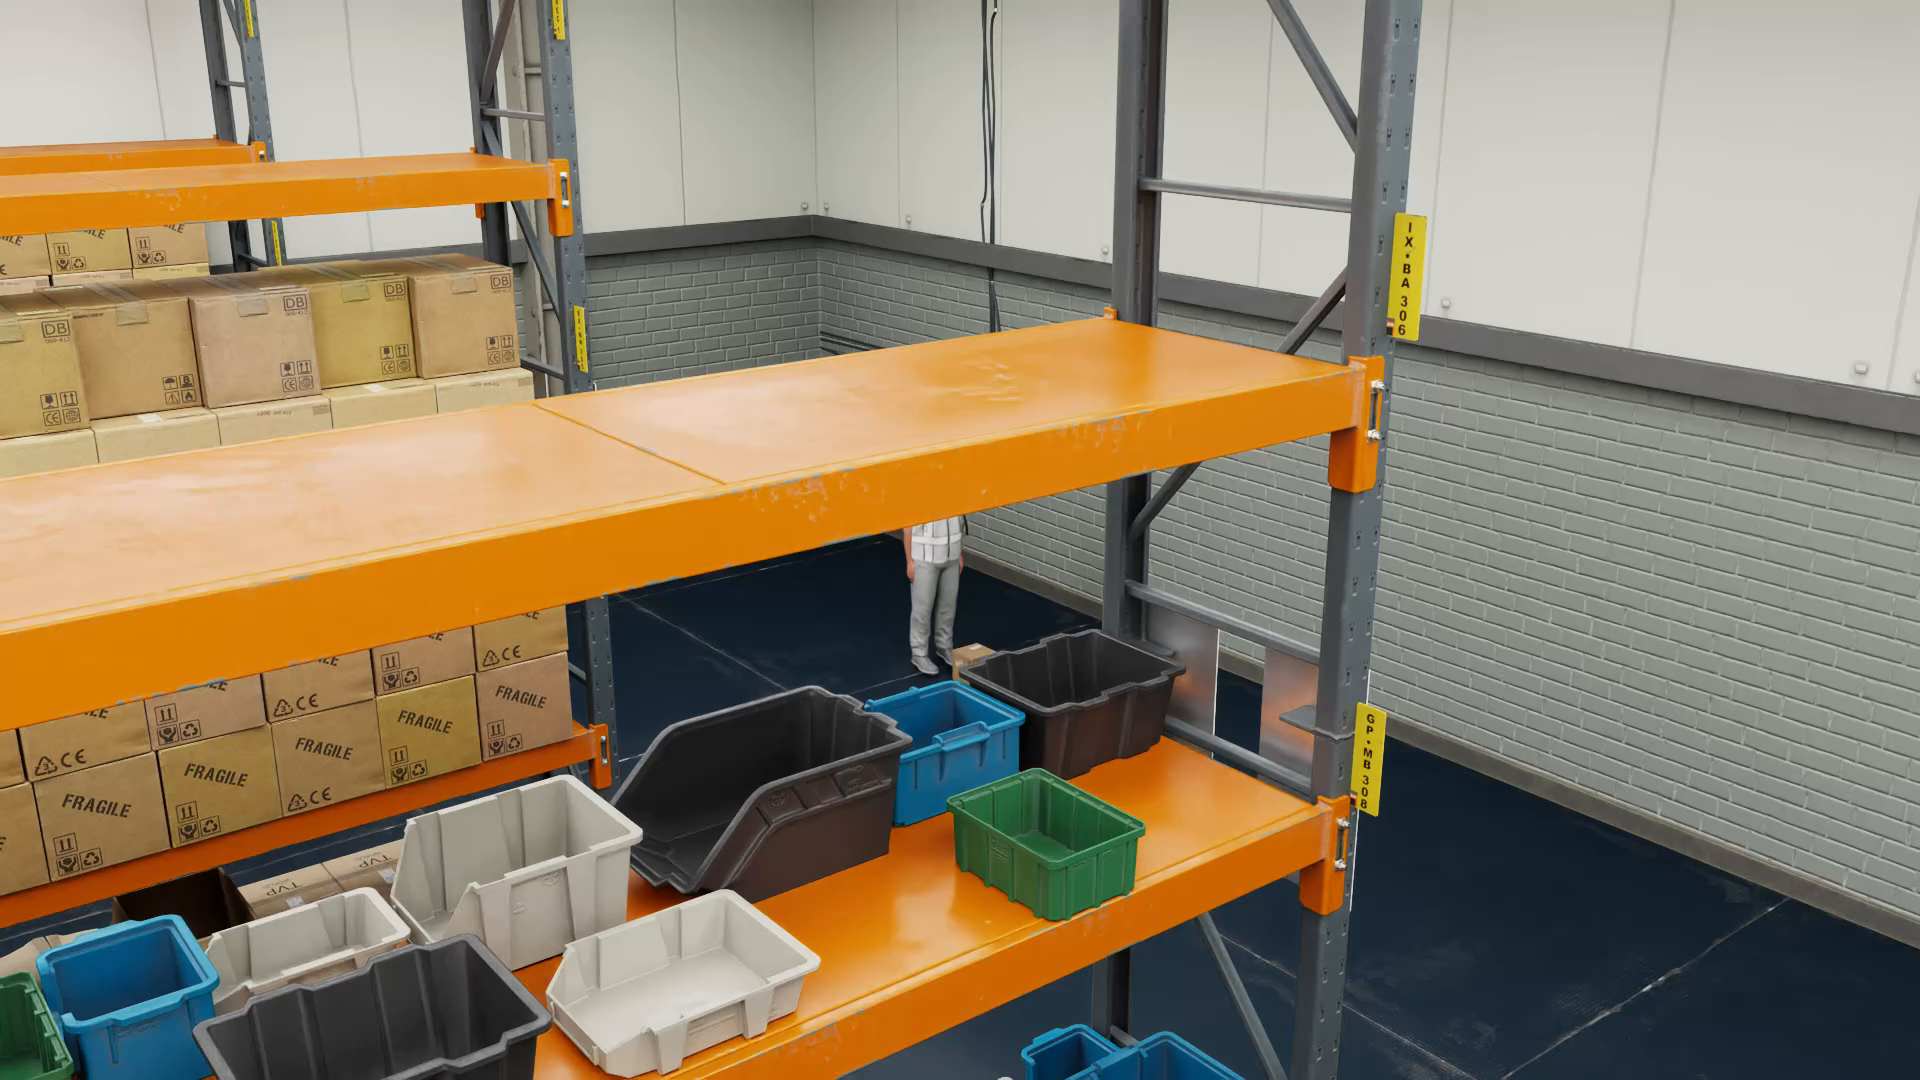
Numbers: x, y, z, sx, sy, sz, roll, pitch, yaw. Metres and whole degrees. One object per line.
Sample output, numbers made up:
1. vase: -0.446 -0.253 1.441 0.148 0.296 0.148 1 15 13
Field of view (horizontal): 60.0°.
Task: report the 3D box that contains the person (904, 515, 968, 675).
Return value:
1. person: -0.174 0.150 13.170 0.535 1.752 0.438 -13 22 -36
